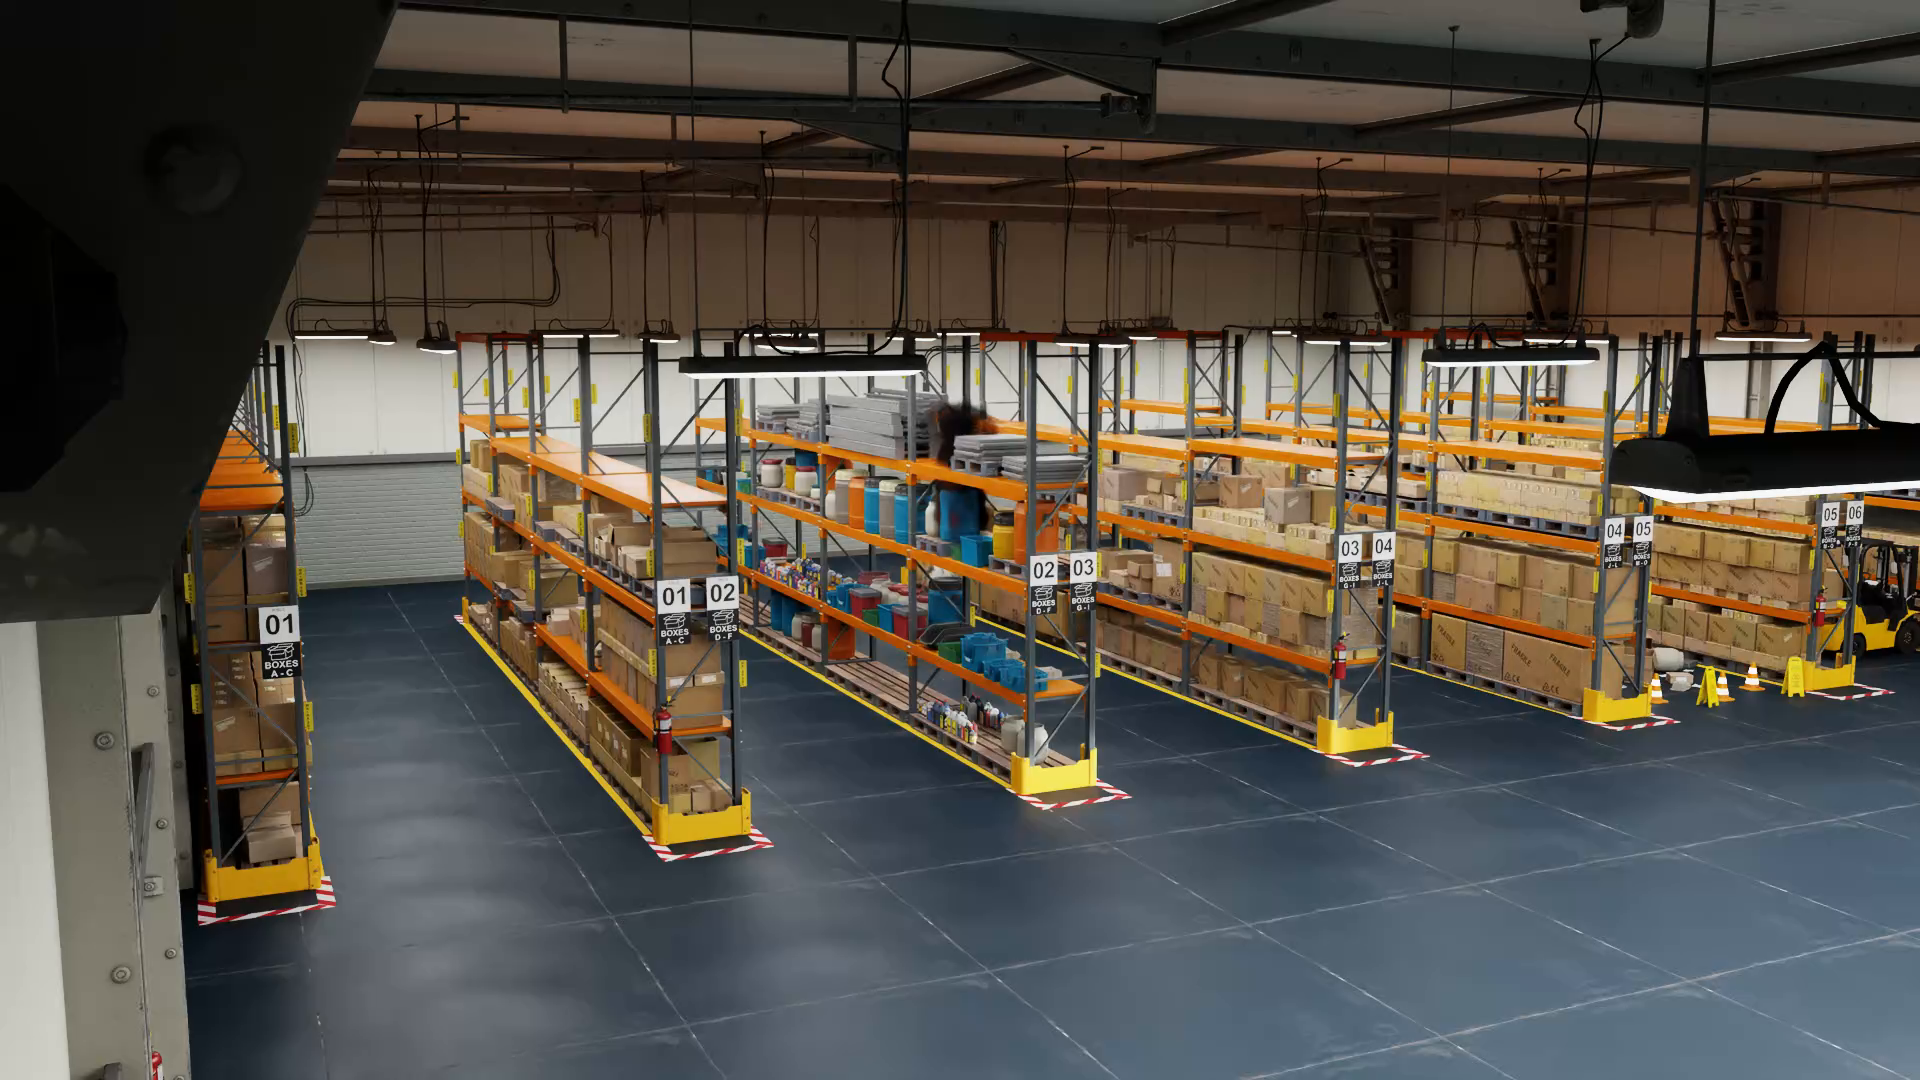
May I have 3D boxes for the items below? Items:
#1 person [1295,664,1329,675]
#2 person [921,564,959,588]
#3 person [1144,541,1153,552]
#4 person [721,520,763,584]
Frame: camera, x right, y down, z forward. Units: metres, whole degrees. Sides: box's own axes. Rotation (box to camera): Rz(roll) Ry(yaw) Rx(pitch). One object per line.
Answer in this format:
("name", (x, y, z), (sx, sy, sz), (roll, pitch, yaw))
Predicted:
("person", (6.307, 1.569, 29.214), (0.599, 1.735, 0.895), (-4, 9, -30))
("person", (-0.363, 0.945, 33.623), (0.660, 1.726, 0.783), (-3, 8, -18))
("person", (5.012, -0.293, 42.583), (0.696, 1.782, 0.643), (-5, 9, -32))
("person", (-5.157, 0.302, 39.173), (1.062, 1.553, 0.644), (-1, 8, -5))
